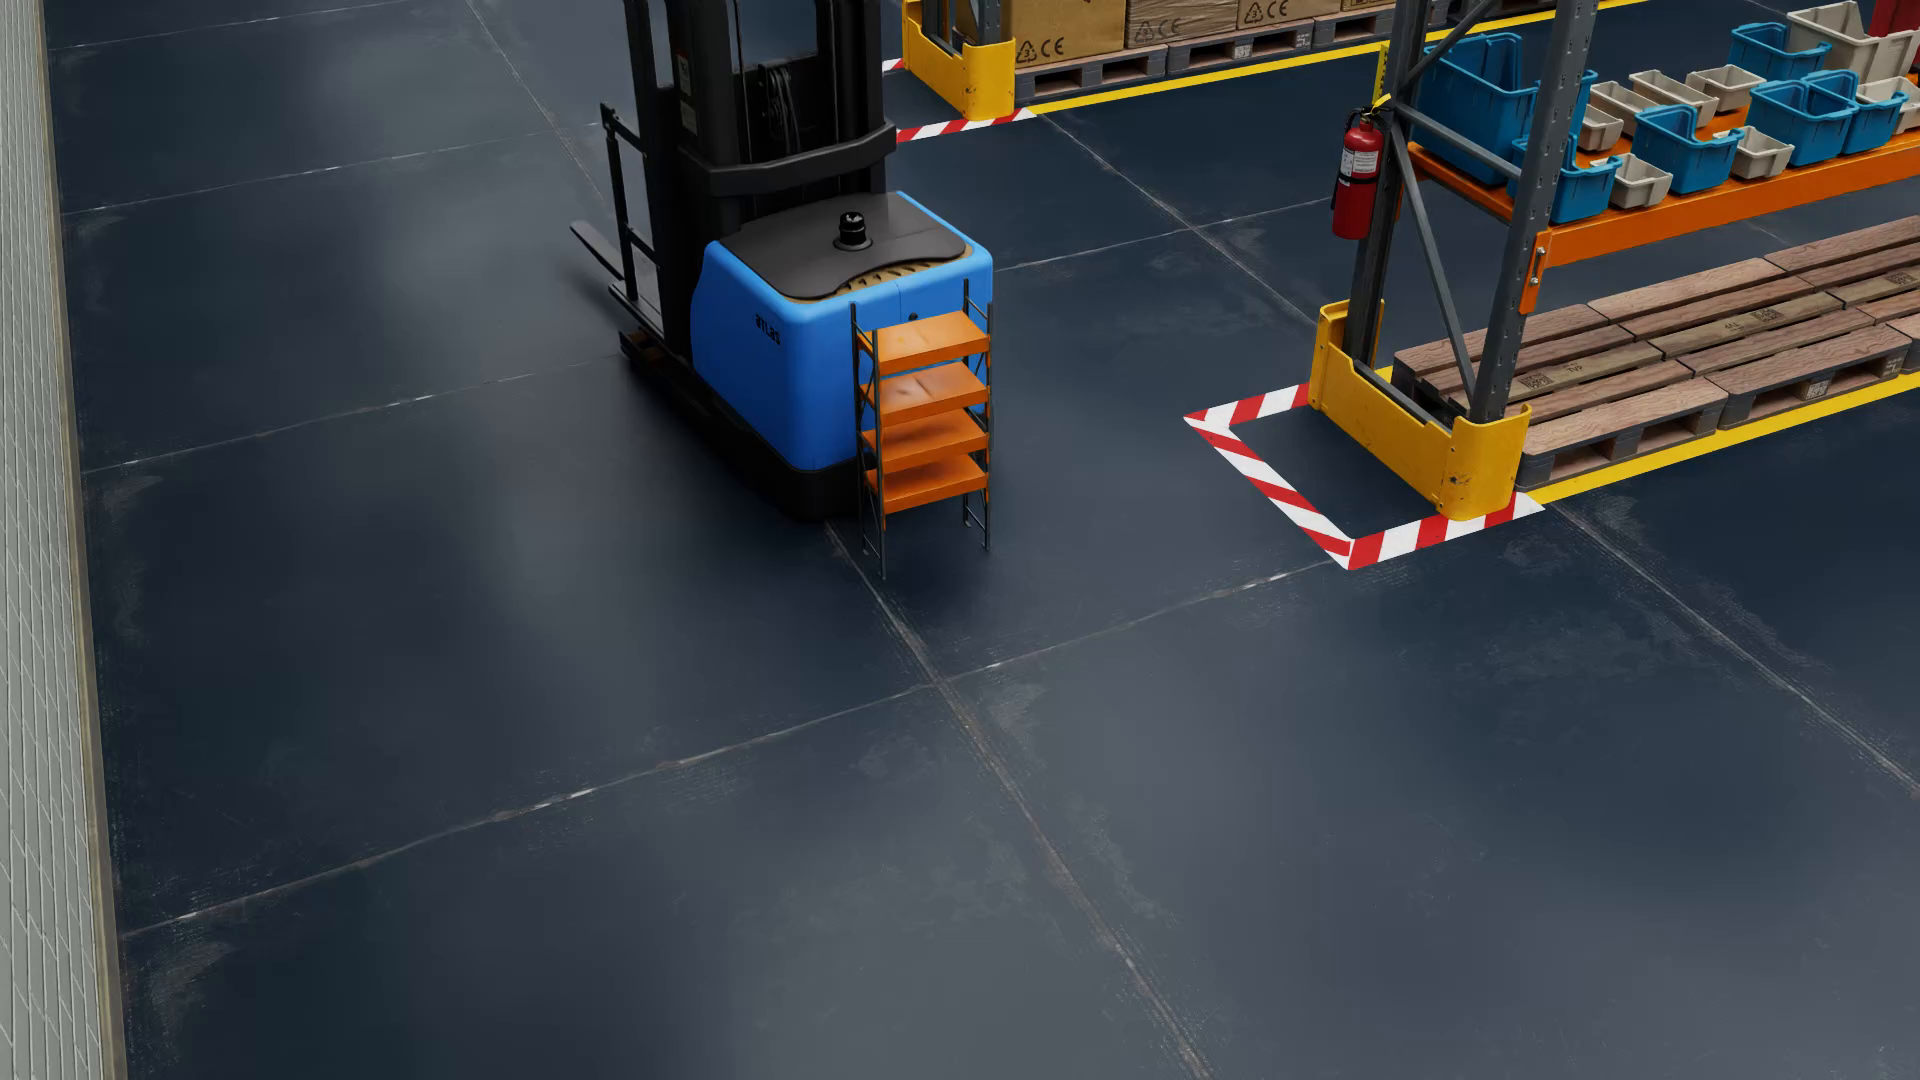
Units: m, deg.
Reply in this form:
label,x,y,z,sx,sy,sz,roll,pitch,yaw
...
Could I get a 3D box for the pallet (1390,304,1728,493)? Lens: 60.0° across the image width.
label,x,y,z,sx,sy,sz,roll,pitch,yaw
pallet,2.867,-0.713,8.034,1.213,0.211,1.003,-16,39,-20

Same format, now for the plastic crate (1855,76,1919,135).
label,x,y,z,sx,sy,sz,roll,pitch,yaw
plastic crate,4.276,-1.973,7.563,0.466,0.136,0.293,-16,39,-20

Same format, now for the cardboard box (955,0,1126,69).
label,x,y,z,sx,sy,sz,roll,pitch,yaw
cardboard box,0.545,-3.837,11.336,0.875,0.875,0.875,-16,39,-20

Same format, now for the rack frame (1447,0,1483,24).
label,x,y,z,sx,sy,sz,roll,pitch,yaw
rack frame,3.621,-5.329,11.916,0.127,3.000,1.000,-16,39,-20

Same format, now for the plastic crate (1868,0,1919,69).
label,x,y,z,sx,sy,sz,roll,pitch,yaw
plastic crate,4.810,-2.617,8.156,0.583,0.464,0.402,-16,39,-20

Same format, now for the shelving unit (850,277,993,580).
label,x,y,z,sx,sy,sz,roll,pitch,yaw
shelving unit,-0.150,-0.440,6.836,0.503,1.200,0.258,-16,39,-20

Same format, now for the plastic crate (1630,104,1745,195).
label,x,y,z,sx,sy,sz,roll,pitch,yaw
plastic crate,3.063,-1.654,7.052,0.300,0.233,0.416,-16,39,-20

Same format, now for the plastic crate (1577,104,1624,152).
label,x,y,z,sx,sy,sz,roll,pitch,yaw
plastic crate,2.765,-1.867,7.421,0.243,0.136,0.396,-16,39,-20

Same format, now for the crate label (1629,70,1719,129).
label,x,y,z,sx,sy,sz,roll,pitch,yaw
crate label,3.276,-2.017,7.622,0.243,0.136,0.396,-16,39,-20

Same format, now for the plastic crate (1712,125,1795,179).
label,x,y,z,sx,sy,sz,roll,pitch,yaw
plastic crate,3.407,-1.657,7.136,0.298,0.136,0.250,-16,39,-20

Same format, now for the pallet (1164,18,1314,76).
label,x,y,z,sx,sy,sz,roll,pitch,yaw
pallet,1.793,-3.747,12.125,1.213,0.211,1.003,-16,39,-20

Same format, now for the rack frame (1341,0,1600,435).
label,x,y,z,sx,sy,sz,roll,pitch,yaw
rack frame,2.104,-1.645,6.950,0.127,3.000,1.000,-16,39,-20

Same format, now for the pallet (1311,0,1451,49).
label,x,y,z,sx,sy,sz,roll,pitch,yaw
pallet,2.899,-4.058,12.544,1.213,0.211,1.003,-16,39,-20

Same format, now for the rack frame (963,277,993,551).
label,x,y,z,sx,sy,sz,roll,pitch,yaw
rack frame,0.071,-0.502,6.919,0.015,1.200,0.240,-16,39,-20

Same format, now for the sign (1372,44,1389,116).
label,x,y,z,sx,sy,sz,roll,pitch,yaw
sign,1.856,-2.003,7.296,0.005,0.325,0.100,-16,39,-20

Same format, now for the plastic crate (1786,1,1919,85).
label,x,y,z,sx,sy,sz,roll,pitch,yaw
plastic crate,4.264,-2.347,7.945,0.530,0.282,0.437,-16,39,-20

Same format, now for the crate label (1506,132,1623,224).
label,x,y,z,sx,sy,sz,roll,pitch,yaw
crate label,2.467,-1.487,6.827,0.303,0.233,0.416,-16,39,-20

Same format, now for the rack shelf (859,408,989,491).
label,x,y,z,sx,sy,sz,roll,pitch,yaw
rack shelf,-0.150,-0.386,6.876,0.480,0.148,0.258,-16,39,-20

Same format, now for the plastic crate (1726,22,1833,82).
label,x,y,z,sx,sy,sz,roll,pitch,yaw
plastic crate,3.854,-2.260,7.869,0.300,0.233,0.416,-16,39,-20

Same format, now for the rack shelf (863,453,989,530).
label,x,y,z,sx,sy,sz,roll,pitch,yaw
rack shelf,-0.150,-0.226,6.994,0.480,0.148,0.258,-16,39,-20

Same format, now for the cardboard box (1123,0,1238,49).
label,x,y,z,sx,sy,sz,roll,pitch,yaw
cardboard box,1.369,-4.067,11.646,0.875,0.875,0.875,-16,39,-20

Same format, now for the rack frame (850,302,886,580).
label,x,y,z,sx,sy,sz,roll,pitch,yaw
rack frame,-0.371,-0.378,6.753,0.015,1.200,0.240,-16,39,-20

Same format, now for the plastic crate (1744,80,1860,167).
label,x,y,z,sx,sy,sz,roll,pitch,yaw
plastic crate,3.659,-1.820,7.276,0.300,0.233,0.416,-16,39,-20

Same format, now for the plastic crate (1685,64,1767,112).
label,x,y,z,sx,sy,sz,roll,pitch,yaw
plastic crate,3.536,-2.102,7.736,0.250,0.136,0.298,-16,39,-20

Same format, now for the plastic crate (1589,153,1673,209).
label,x,y,z,sx,sy,sz,roll,pitch,yaw
plastic crate,2.793,-1.485,6.905,0.298,0.136,0.250,-16,39,-20

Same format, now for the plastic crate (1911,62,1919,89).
label,x,y,z,sx,sy,sz,roll,pitch,yaw
plastic crate,4.826,-2.143,7.802,0.590,0.125,0.437,-16,39,-20

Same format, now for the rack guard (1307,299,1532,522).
label,x,y,z,sx,sy,sz,roll,pitch,yaw
rack guard,2.088,-0.628,7.677,0.348,0.500,1.175,-16,39,-20

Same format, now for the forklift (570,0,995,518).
label,x,y,z,sx,sy,sz,roll,pitch,yaw
forklift,-1.067,-2.118,7.645,1.130,2.935,3.031,-21,42,-26

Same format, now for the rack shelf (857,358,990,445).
label,x,y,z,sx,sy,sz,roll,pitch,yaw
rack shelf,-0.150,-0.566,6.743,0.480,0.148,0.258,-16,39,-20

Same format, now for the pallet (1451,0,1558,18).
label,x,y,z,sx,sy,sz,roll,pitch,yaw
pallet,4.287,-4.445,13.065,1.213,0.211,1.003,-16,39,-20

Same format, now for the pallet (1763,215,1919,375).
label,x,y,z,sx,sy,sz,roll,pitch,yaw
pallet,5.076,-1.331,8.867,1.213,0.211,1.003,-16,39,-20

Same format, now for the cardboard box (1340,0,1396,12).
label,x,y,z,sx,sy,sz,roll,pitch,yaw
cardboard box,2.989,-4.520,12.257,0.875,0.875,0.875,-16,39,-20

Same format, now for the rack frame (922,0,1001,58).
label,x,y,z,sx,sy,sz,roll,pitch,yaw
rack frame,0.000,-4.316,10.551,0.127,3.000,1.000,-16,39,-20

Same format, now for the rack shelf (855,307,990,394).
label,x,y,z,sx,sy,sz,roll,pitch,yaw
rack shelf,-0.150,-0.756,6.602,0.480,0.148,0.258,-16,39,-20

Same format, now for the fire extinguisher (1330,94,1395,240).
label,x,y,z,sx,sy,sz,roll,pitch,yaw
fire extinguisher,1.774,-1.671,7.363,0.183,0.674,0.296,-16,39,-20

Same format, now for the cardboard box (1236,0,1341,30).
label,x,y,z,sx,sy,sz,roll,pitch,yaw
cardboard box,2.174,-4.292,11.950,0.875,0.875,0.875,-16,39,-20

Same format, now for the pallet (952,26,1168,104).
label,x,y,z,sx,sy,sz,roll,pitch,yaw
pallet,0.690,-3.441,11.712,1.213,0.211,1.003,-16,39,-20

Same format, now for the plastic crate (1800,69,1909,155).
label,x,y,z,sx,sy,sz,roll,pitch,yaw
plastic crate,3.931,-1.896,7.379,0.300,0.233,0.416,-16,39,-20

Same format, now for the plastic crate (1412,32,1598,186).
label,x,y,z,sx,sy,sz,roll,pitch,yaw
plastic crate,2.328,-1.869,7.172,0.499,0.435,0.616,-16,39,-20

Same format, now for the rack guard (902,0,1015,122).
label,x,y,z,sx,sy,sz,roll,pitch,yaw
rack guard,-0.022,-3.306,11.288,0.348,0.500,1.175,-16,39,-20

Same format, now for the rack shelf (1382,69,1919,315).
label,x,y,z,sx,sy,sz,roll,pitch,yaw
rack shelf,3.915,-1.862,7.847,4.000,0.370,1.077,-16,39,-20

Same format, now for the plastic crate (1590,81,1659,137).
label,x,y,z,sx,sy,sz,roll,pitch,yaw
plastic crate,3.034,-1.933,7.509,0.243,0.136,0.396,-16,39,-20

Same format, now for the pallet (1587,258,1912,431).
label,x,y,z,sx,sy,sz,roll,pitch,yaw
pallet,3.970,-1.019,8.447,1.213,0.211,1.003,-16,39,-20
